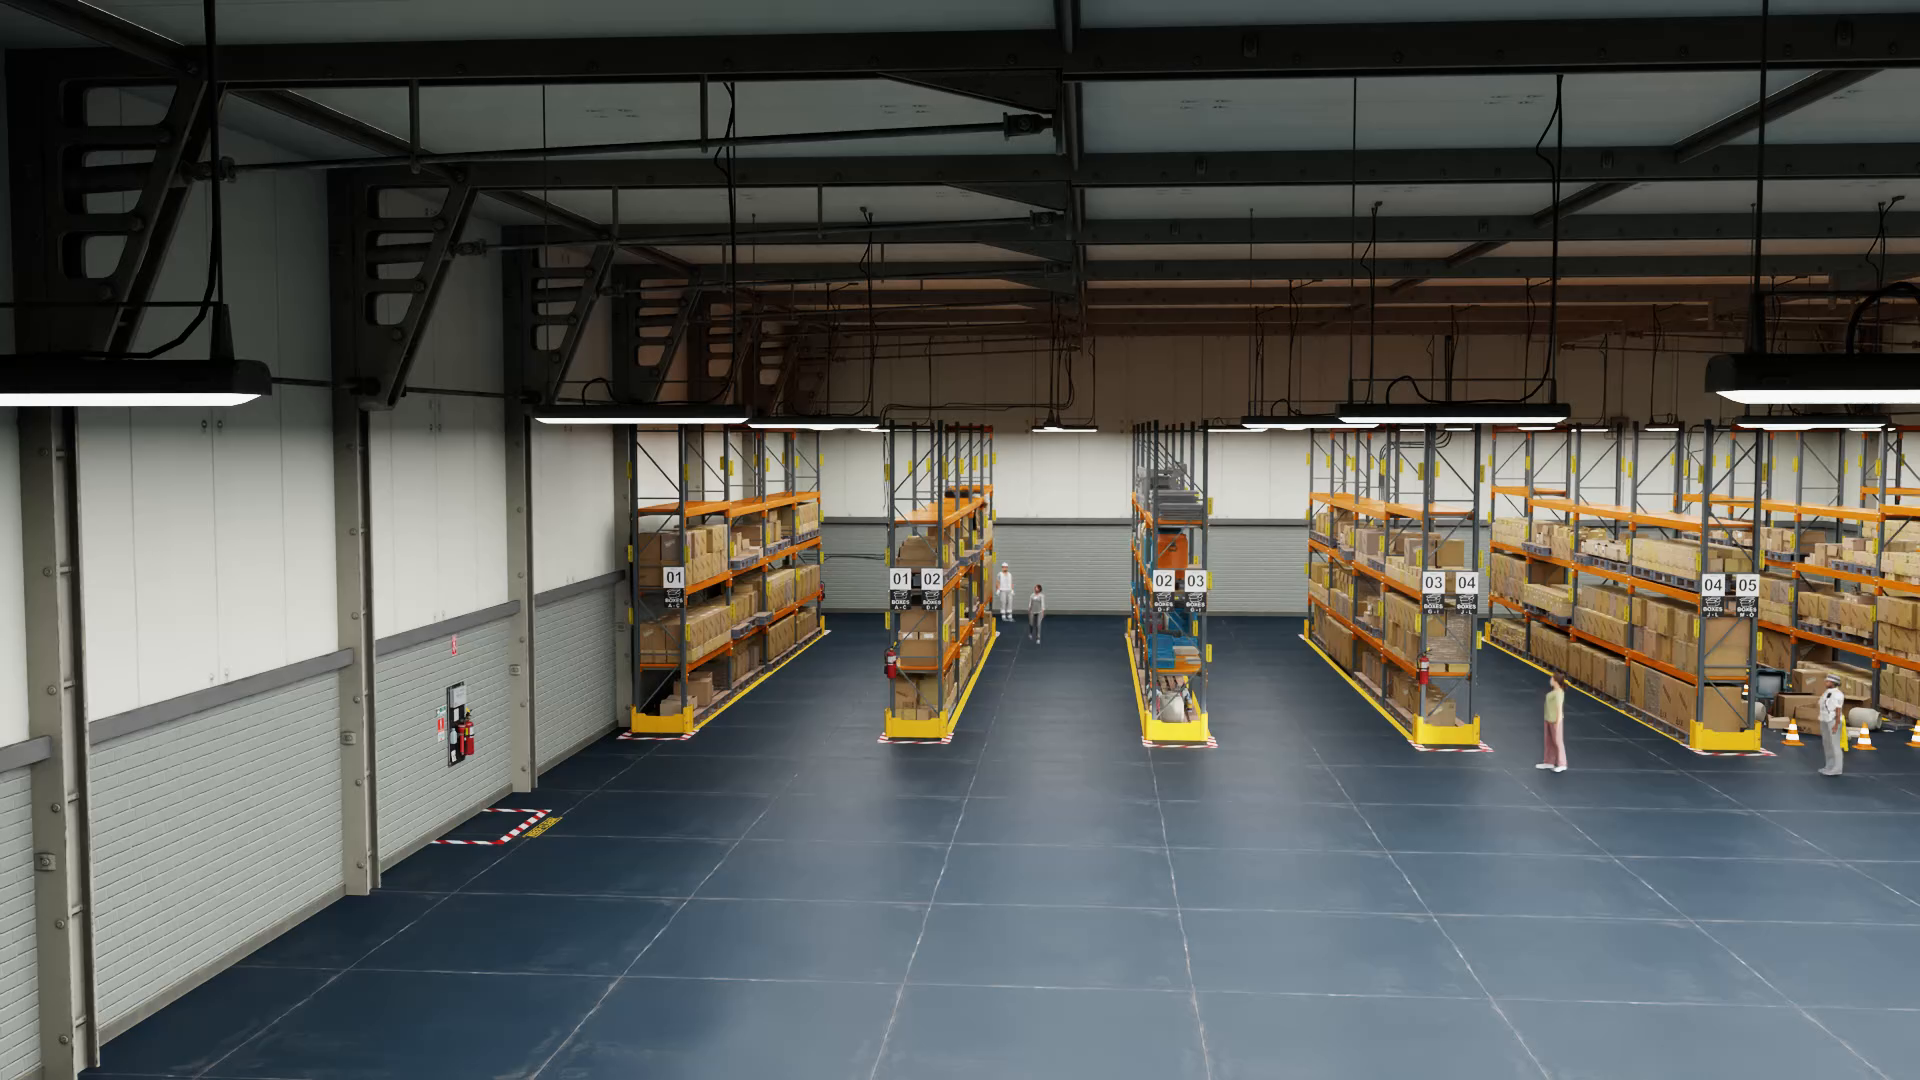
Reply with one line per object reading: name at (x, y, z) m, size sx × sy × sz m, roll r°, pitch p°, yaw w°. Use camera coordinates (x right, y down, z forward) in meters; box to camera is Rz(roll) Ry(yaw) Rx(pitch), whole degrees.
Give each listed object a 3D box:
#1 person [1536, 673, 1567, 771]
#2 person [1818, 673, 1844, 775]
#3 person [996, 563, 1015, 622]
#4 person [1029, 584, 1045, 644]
person at (10.128, 3.090, 28.330) m, size 0.407 × 1.676 × 0.542 m, roll -1°, pitch 4°, yaw -9°
person at (14.702, 3.109, 28.111) m, size 0.446 × 1.700 × 0.533 m, roll -1°, pitch 4°, yaw -15°
person at (1.384, 1.610, 51.017) m, size 0.611 × 1.807 × 0.511 m, roll -2°, pitch 4°, yaw -30°
person at (2.051, 1.979, 44.546) m, size 0.425 × 1.573 × 0.504 m, roll 0°, pitch 4°, yaw -2°
